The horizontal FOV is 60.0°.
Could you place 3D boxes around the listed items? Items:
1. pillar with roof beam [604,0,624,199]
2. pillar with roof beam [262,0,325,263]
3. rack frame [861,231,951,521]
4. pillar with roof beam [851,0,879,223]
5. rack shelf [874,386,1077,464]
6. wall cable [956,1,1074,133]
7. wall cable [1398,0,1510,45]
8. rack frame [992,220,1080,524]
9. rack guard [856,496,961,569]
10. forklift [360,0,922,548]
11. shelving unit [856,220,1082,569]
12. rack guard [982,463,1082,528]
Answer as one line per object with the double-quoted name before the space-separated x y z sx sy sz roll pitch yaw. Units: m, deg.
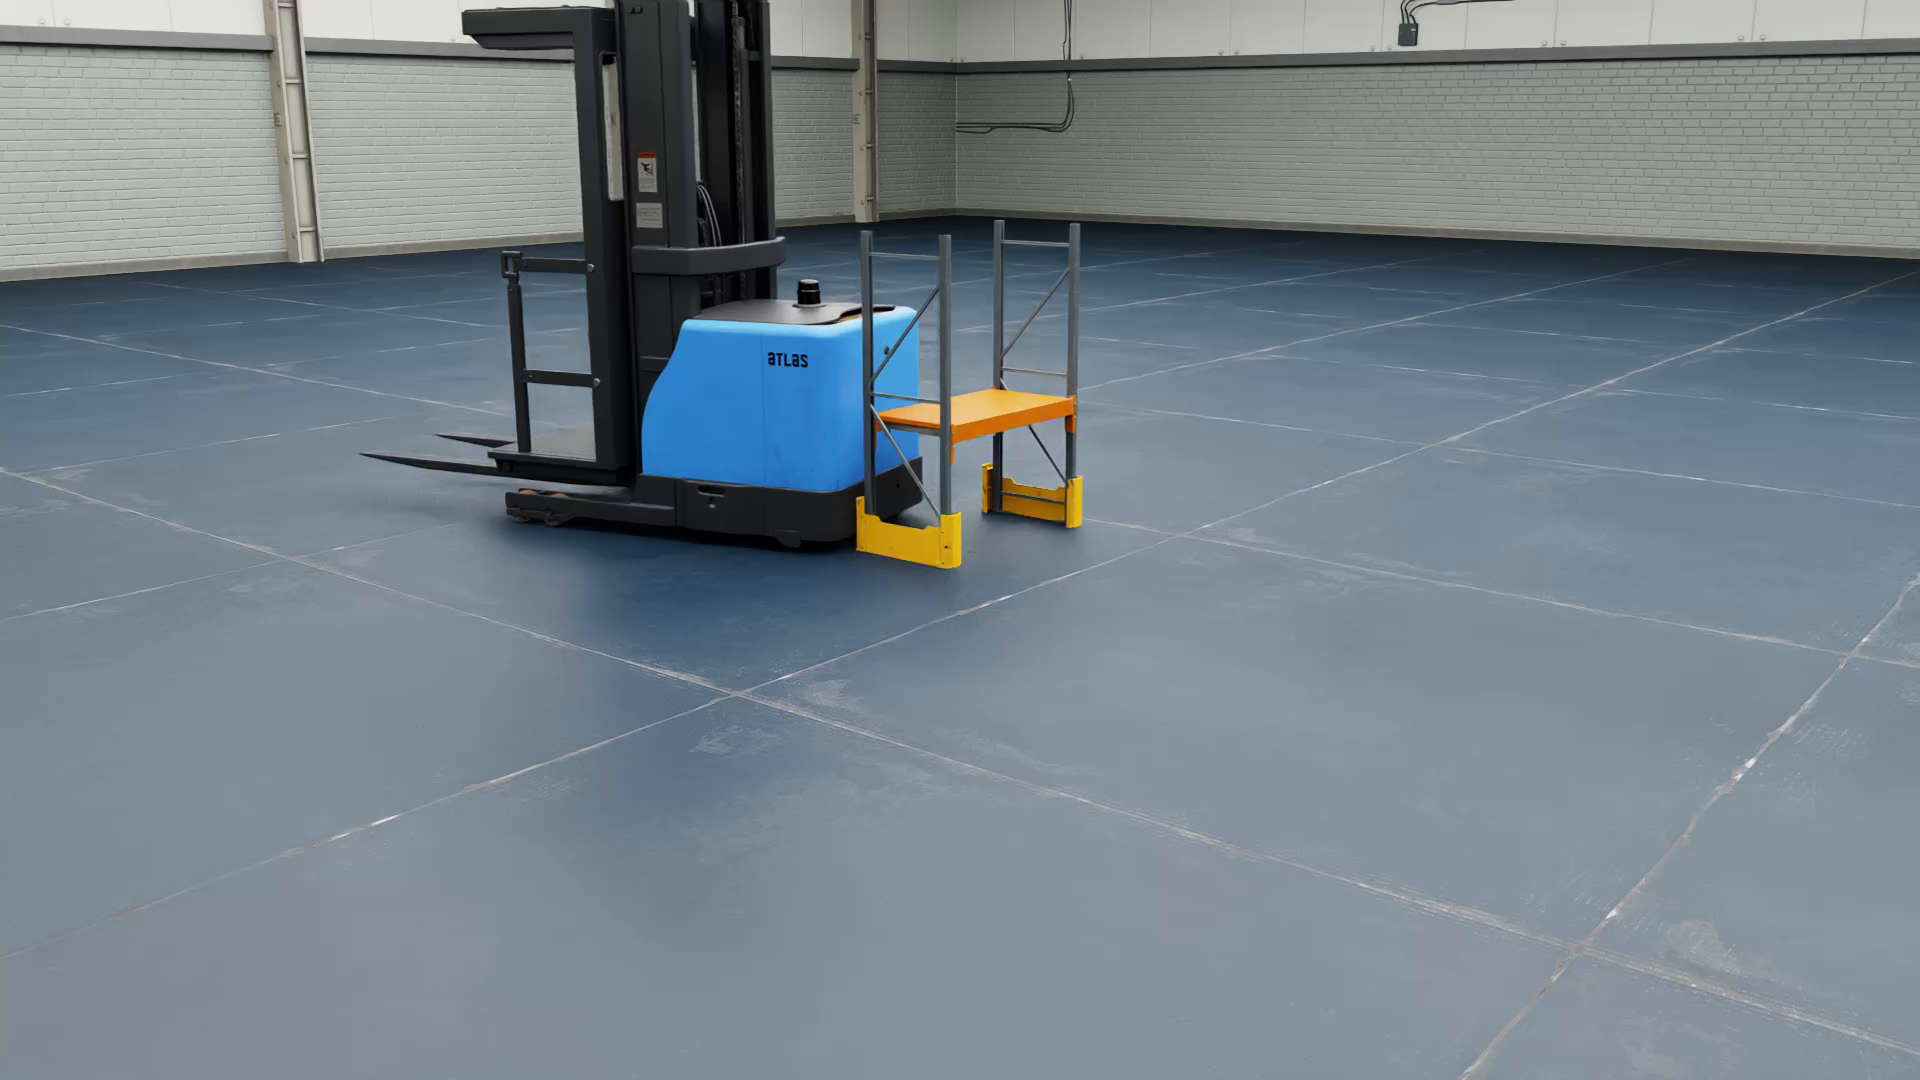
"pillar with roof beam" -2.271 -8.849 24.681 9.100 9.000 0.400 11 18 38
"pillar with roof beam" -6.042 -7.700 20.158 9.100 9.000 0.400 11 18 38
"rack frame" -0.245 -0.644 7.611 0.500 1.500 0.032 11 18 36
"pillar with roof beam" 1.500 -9.998 29.204 9.100 9.000 0.400 11 18 38
"rack shelf" 0.066 -0.568 8.045 0.538 0.185 1.000 11 18 36
"wall cable" 1.032 -9.519 33.624 3.097 2.526 0.112 11 18 38
"wall cable" 8.406 -11.200 27.028 2.305 6.003 0.169 11 18 38
"rack frame" 0.377 -0.842 8.391 0.500 1.500 0.032 11 18 36
"rack guard" -0.245 -0.038 7.766 0.587 0.250 0.087 11 18 36
"forklift" -1.758 -1.601 8.474 3.031 2.935 1.130 6 16 23
"shelving unit" 0.060 -0.741 7.994 0.587 1.500 1.083 11 18 36
"rack guard" 0.365 -0.232 8.530 0.587 0.250 0.087 11 18 36
